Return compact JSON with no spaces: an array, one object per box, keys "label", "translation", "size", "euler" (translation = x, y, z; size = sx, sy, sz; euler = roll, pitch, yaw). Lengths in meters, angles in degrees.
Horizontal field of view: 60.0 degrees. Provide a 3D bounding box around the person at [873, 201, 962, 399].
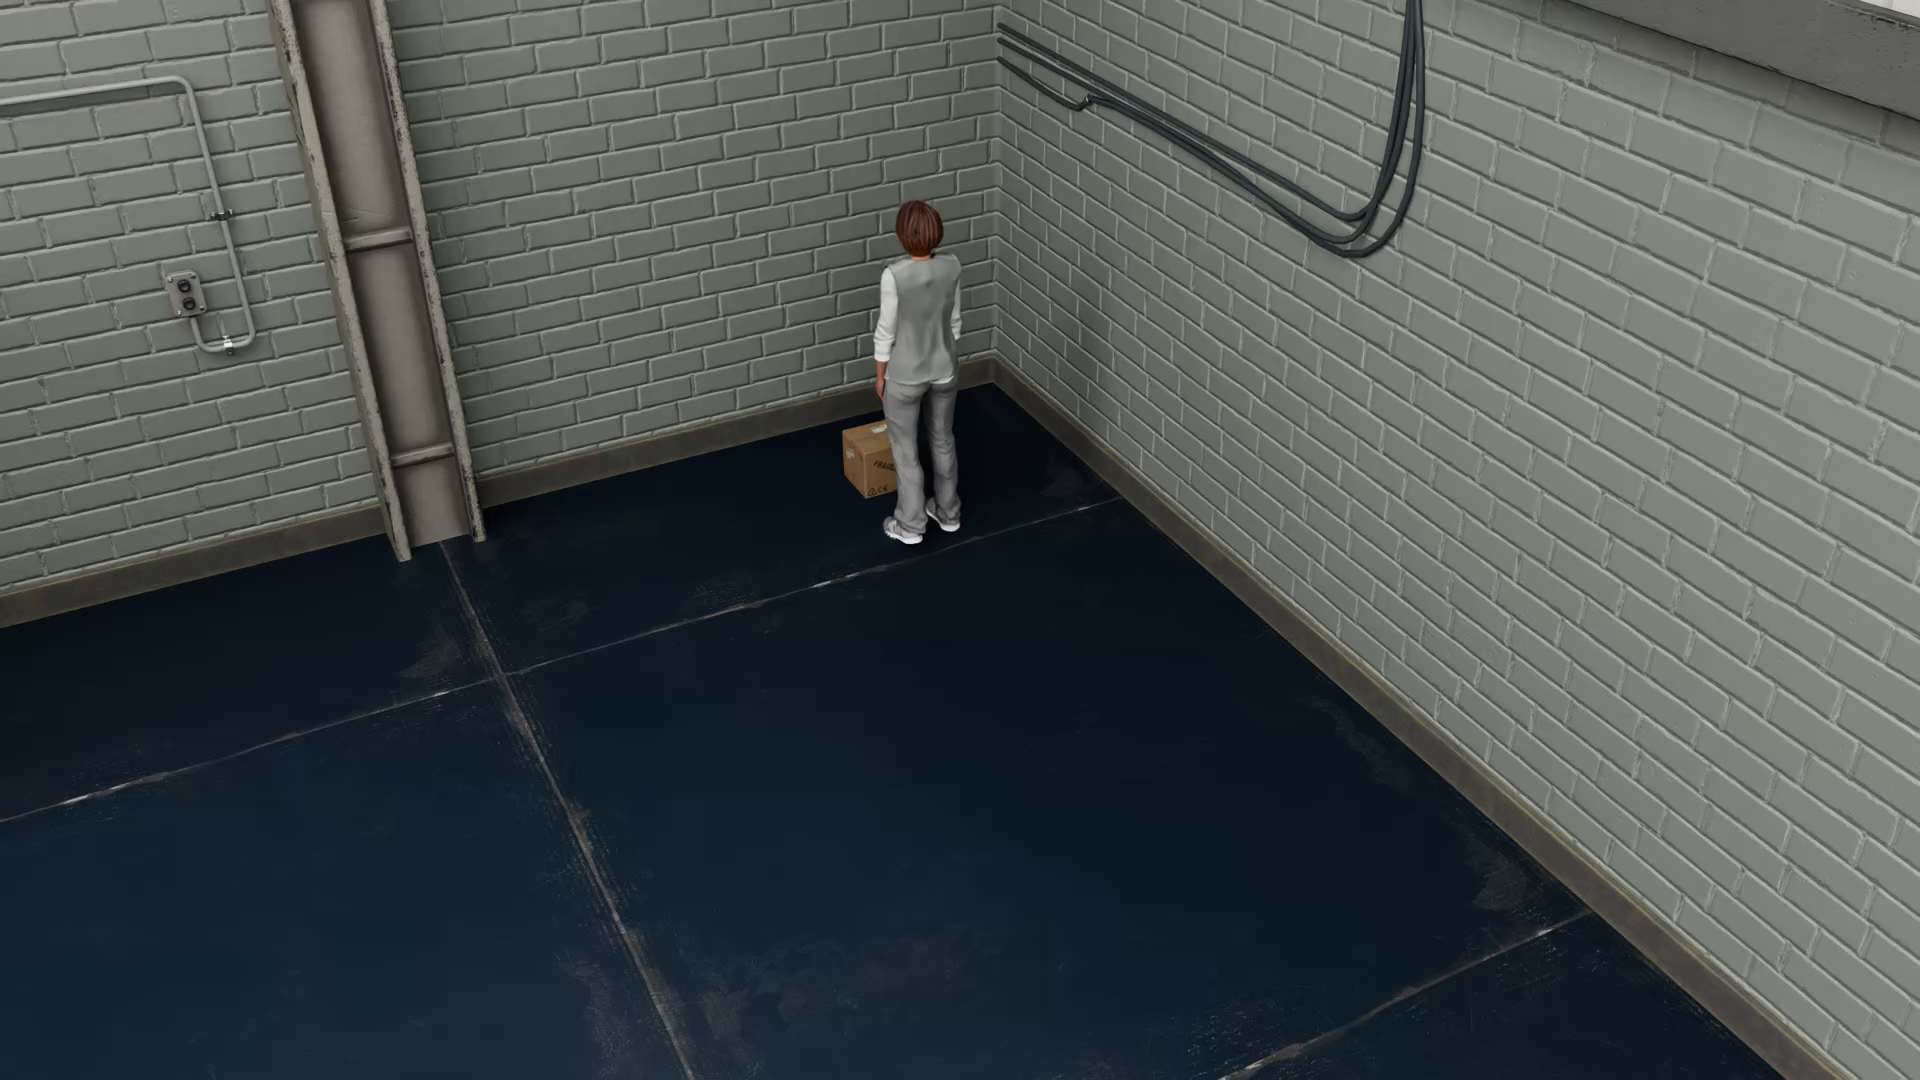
[{"label":"person","translation":[-0.184,-1.001,7.054],"size":[0.408,0.928,0.278],"euler":[-15,36,-22]}]
